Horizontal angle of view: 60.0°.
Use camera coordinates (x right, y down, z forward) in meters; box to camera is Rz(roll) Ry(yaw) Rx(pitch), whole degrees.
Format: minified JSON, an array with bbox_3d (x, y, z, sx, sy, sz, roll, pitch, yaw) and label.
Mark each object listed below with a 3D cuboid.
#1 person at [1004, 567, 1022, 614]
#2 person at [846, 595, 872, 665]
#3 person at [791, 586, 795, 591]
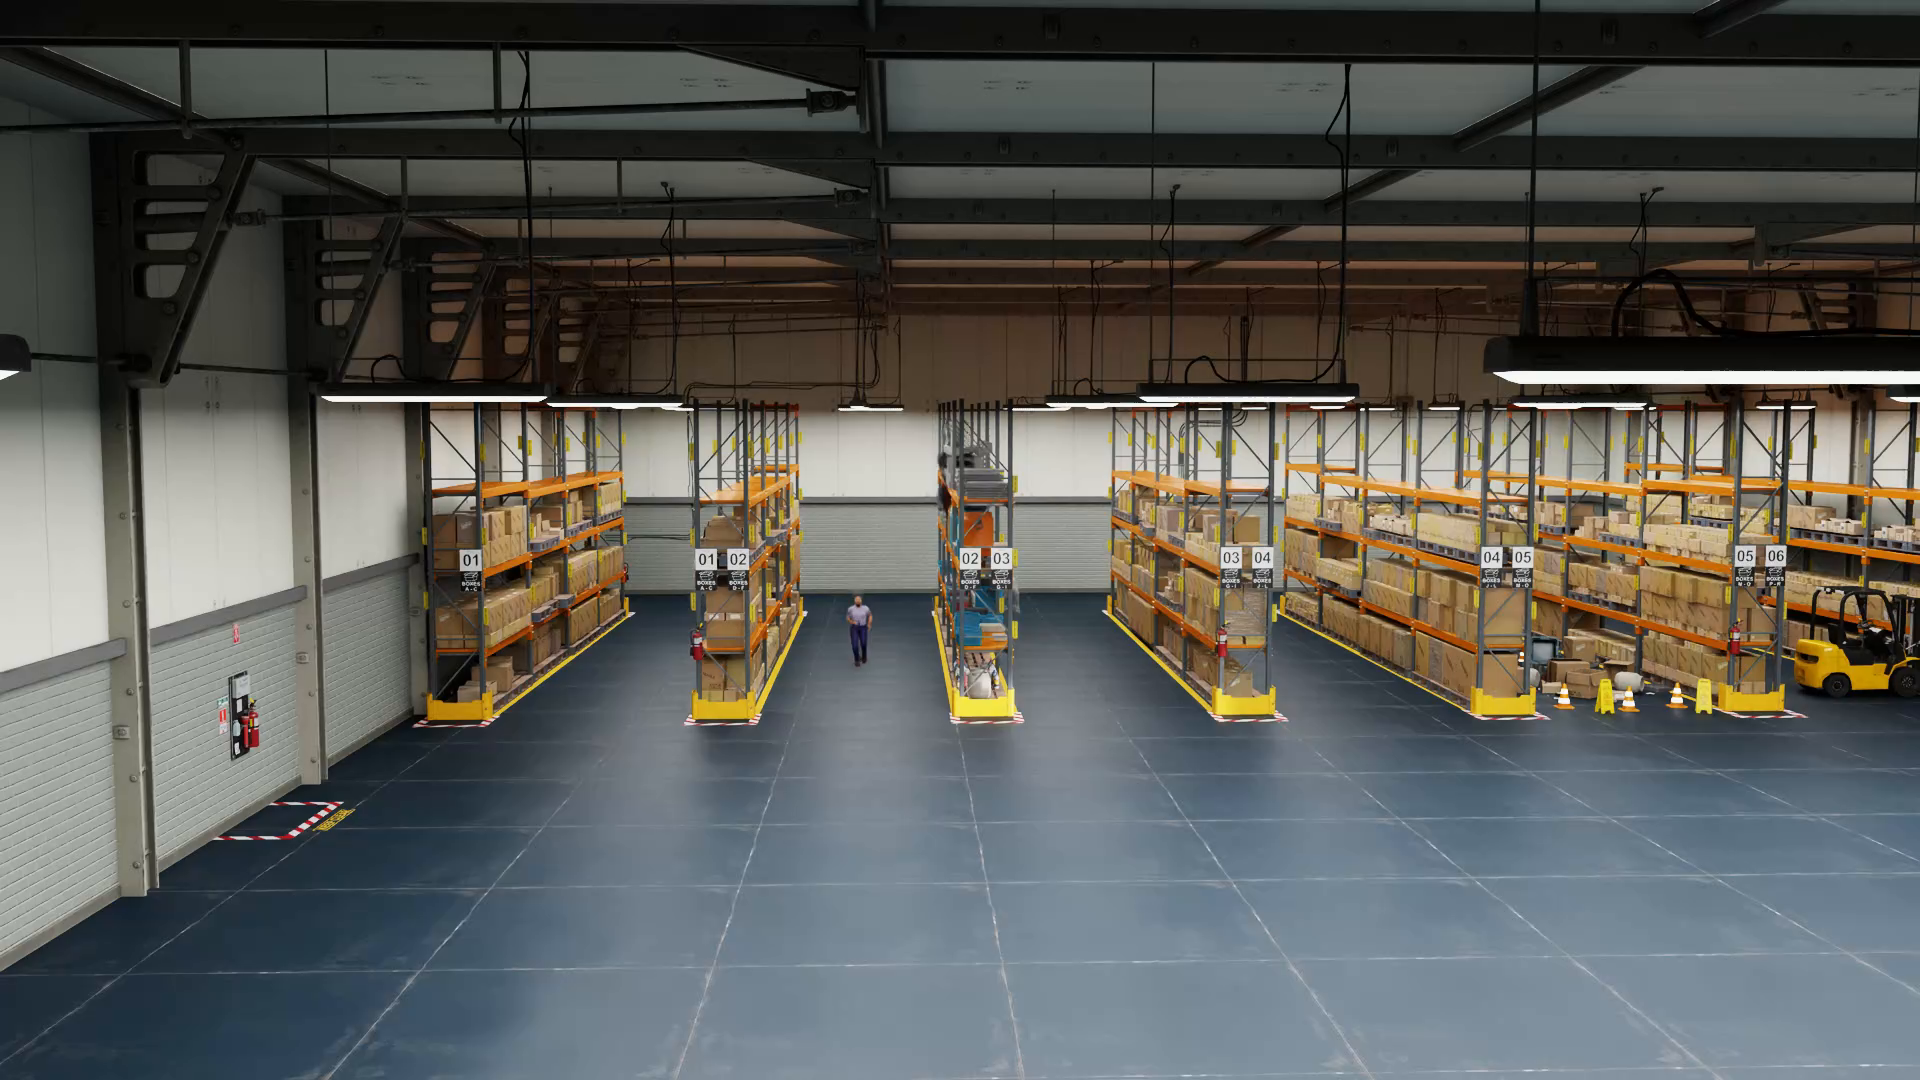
[{"bbox_3d":[1.361,1.239,47.785,0.683,1.782,0.728,-4,6,-44],"label":"person"},{"bbox_3d":[-2.283,2.055,37.678,0.592,1.609,0.577,0,4,-3],"label":"person"},{"bbox_3d":[-5.060,1.207,48.635,0.775,1.740,0.610,1,4,14],"label":"person"}]
